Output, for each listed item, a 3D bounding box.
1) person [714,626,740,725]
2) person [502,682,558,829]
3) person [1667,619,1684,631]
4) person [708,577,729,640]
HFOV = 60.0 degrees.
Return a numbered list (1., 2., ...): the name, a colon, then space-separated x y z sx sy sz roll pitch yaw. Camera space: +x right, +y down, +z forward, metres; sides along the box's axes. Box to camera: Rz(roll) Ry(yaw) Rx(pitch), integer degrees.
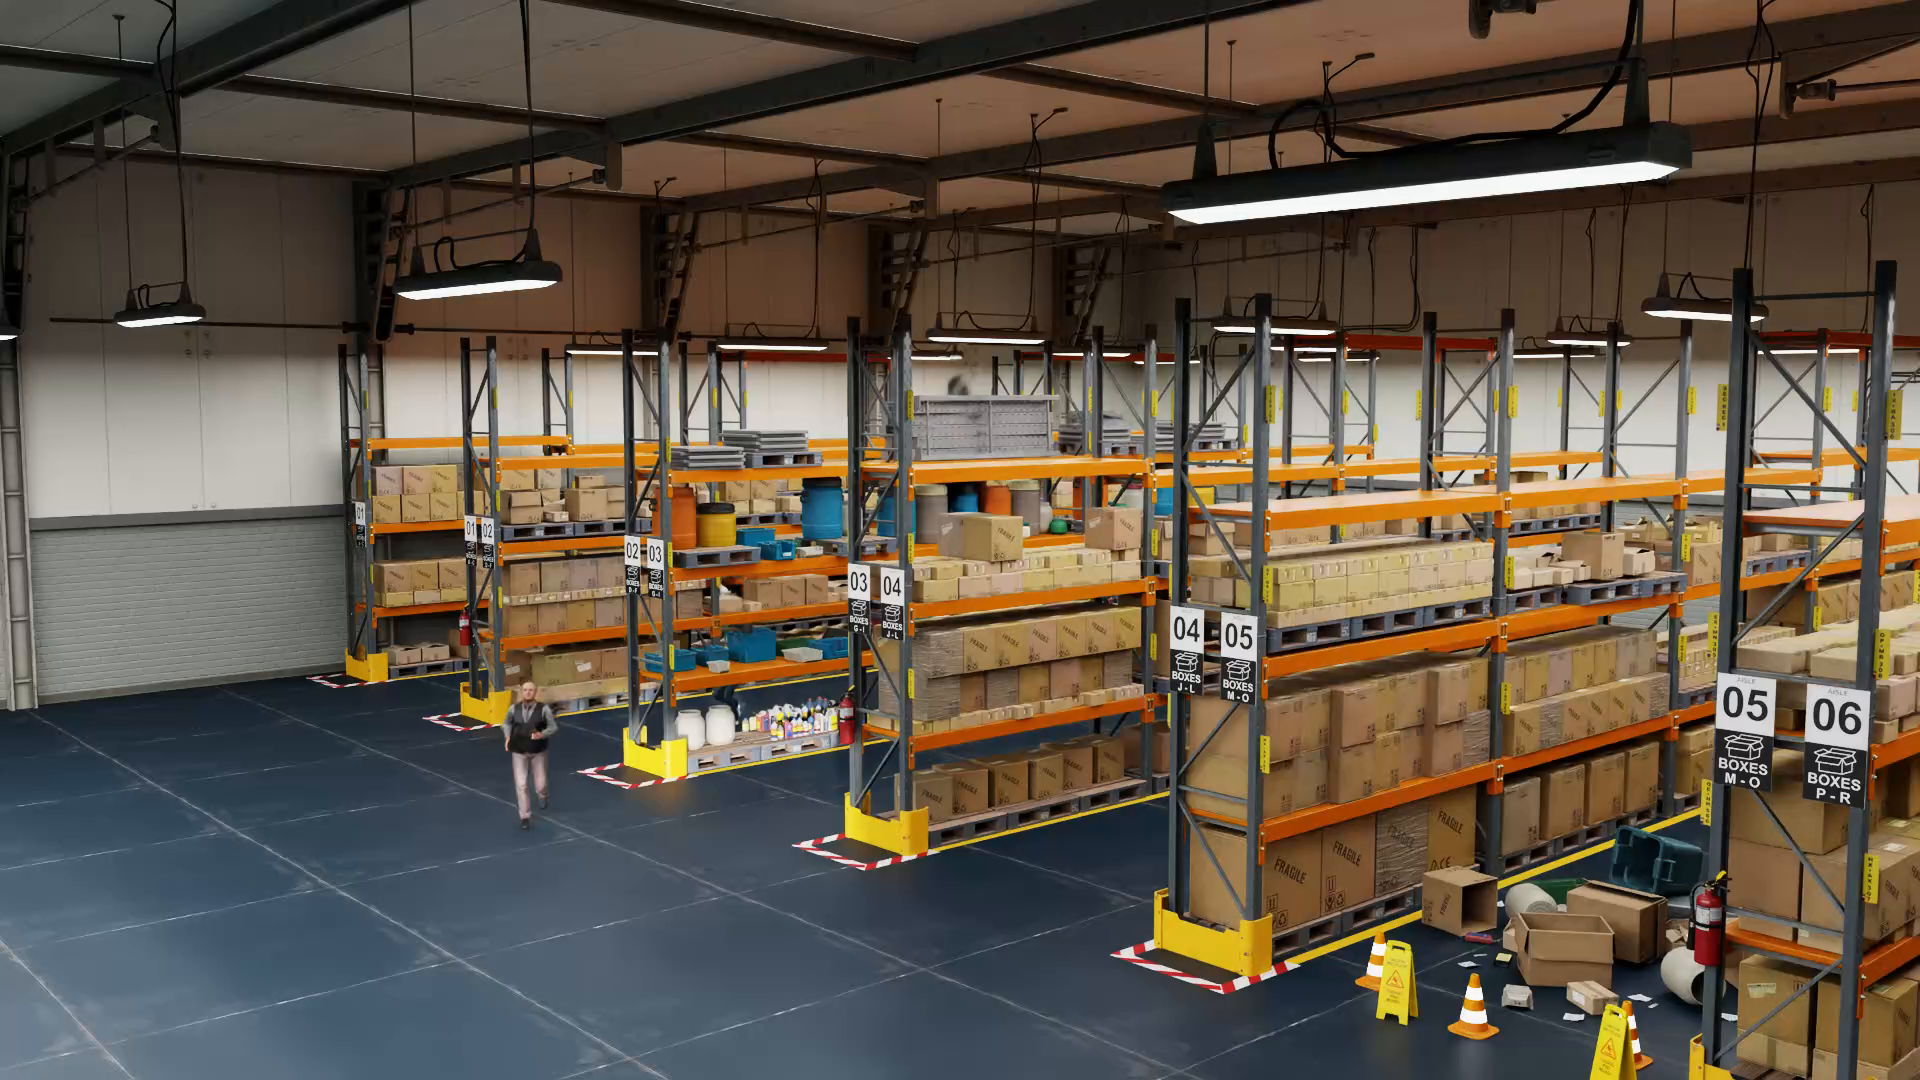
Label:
1. person: -3.561 2.099 25.583 0.503 1.559 0.493 5 7 44
2. person: -5.144 2.541 19.878 0.669 1.695 0.860 -1 5 -7
3. person: 10.780 2.042 25.124 0.671 1.753 0.686 -4 7 -38
4. person: -4.578 1.463 32.024 0.584 1.754 0.775 5 7 43
